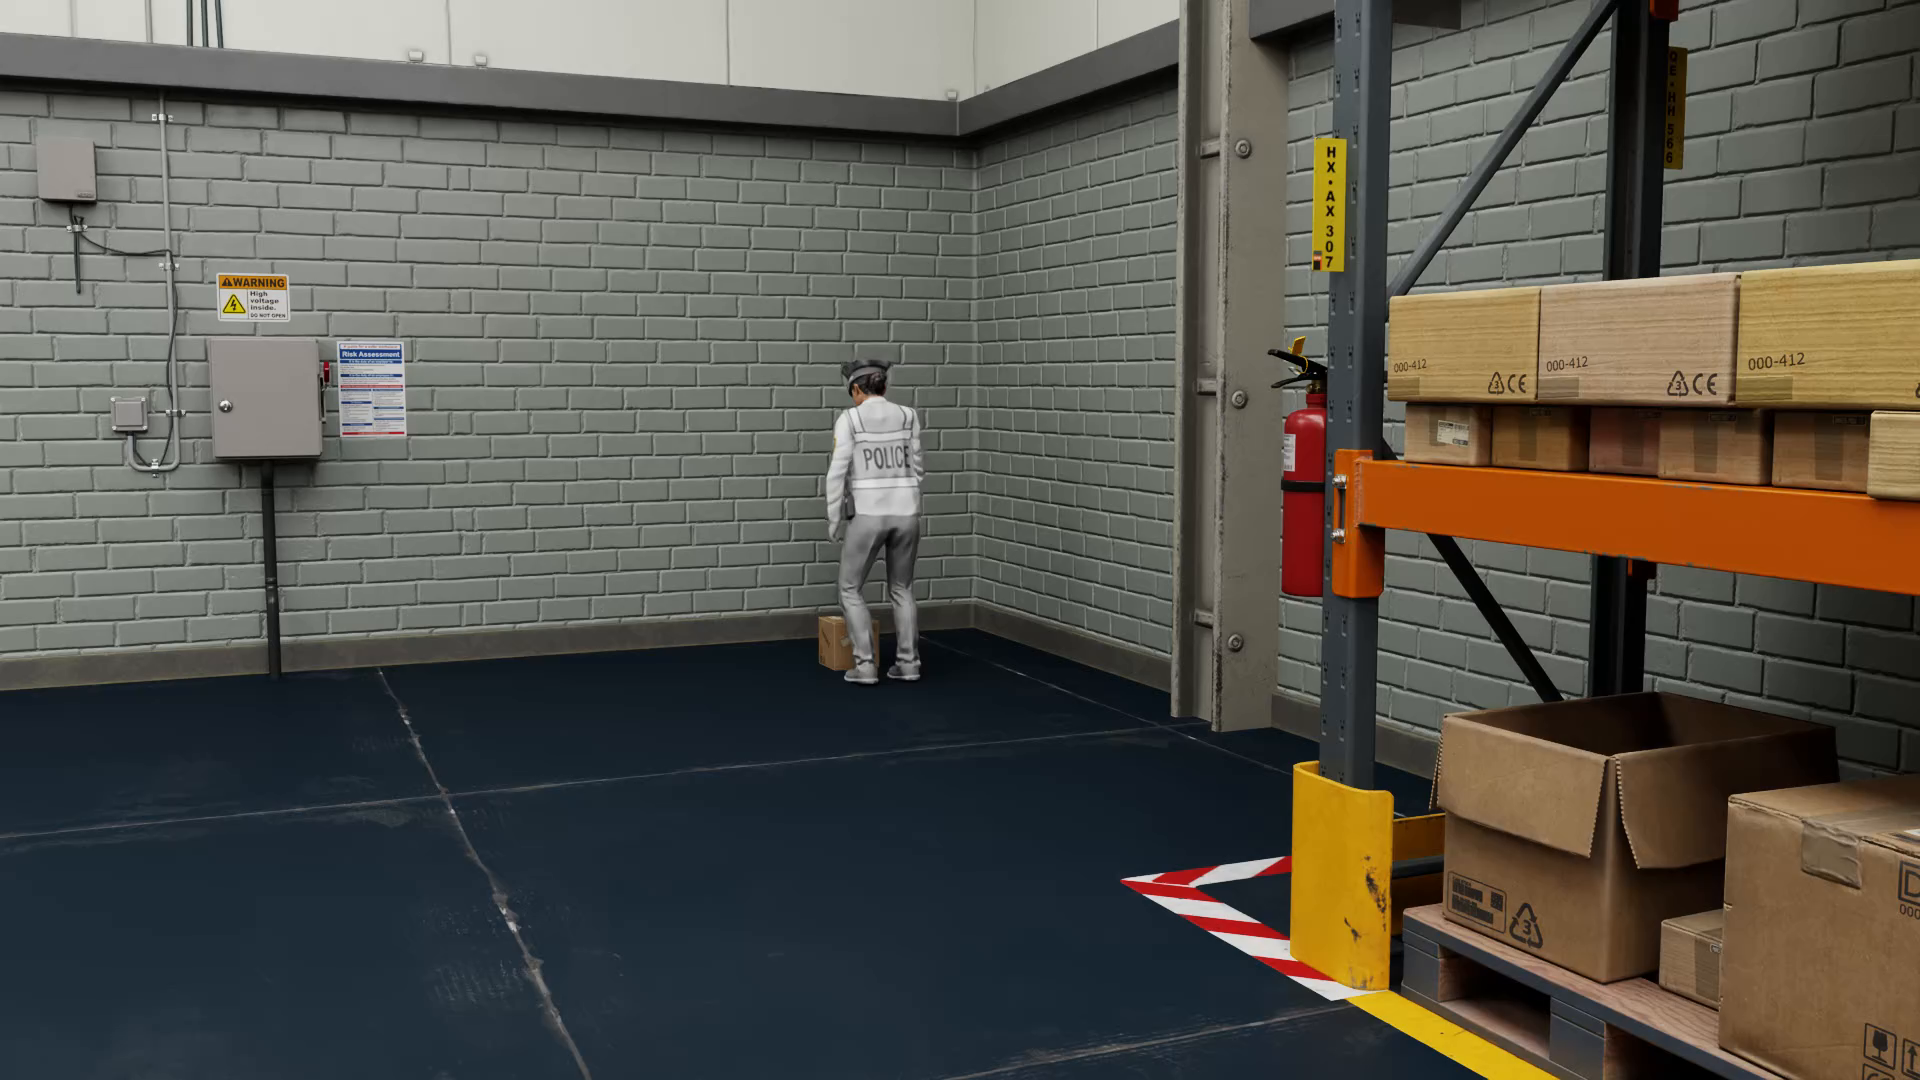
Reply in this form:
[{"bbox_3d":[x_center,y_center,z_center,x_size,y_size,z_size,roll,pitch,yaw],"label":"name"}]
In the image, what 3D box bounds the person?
[{"bbox_3d":[-0.425,-0.092,8.273,0.504,1.616,0.465,-2,6,-22],"label":"person"}]
